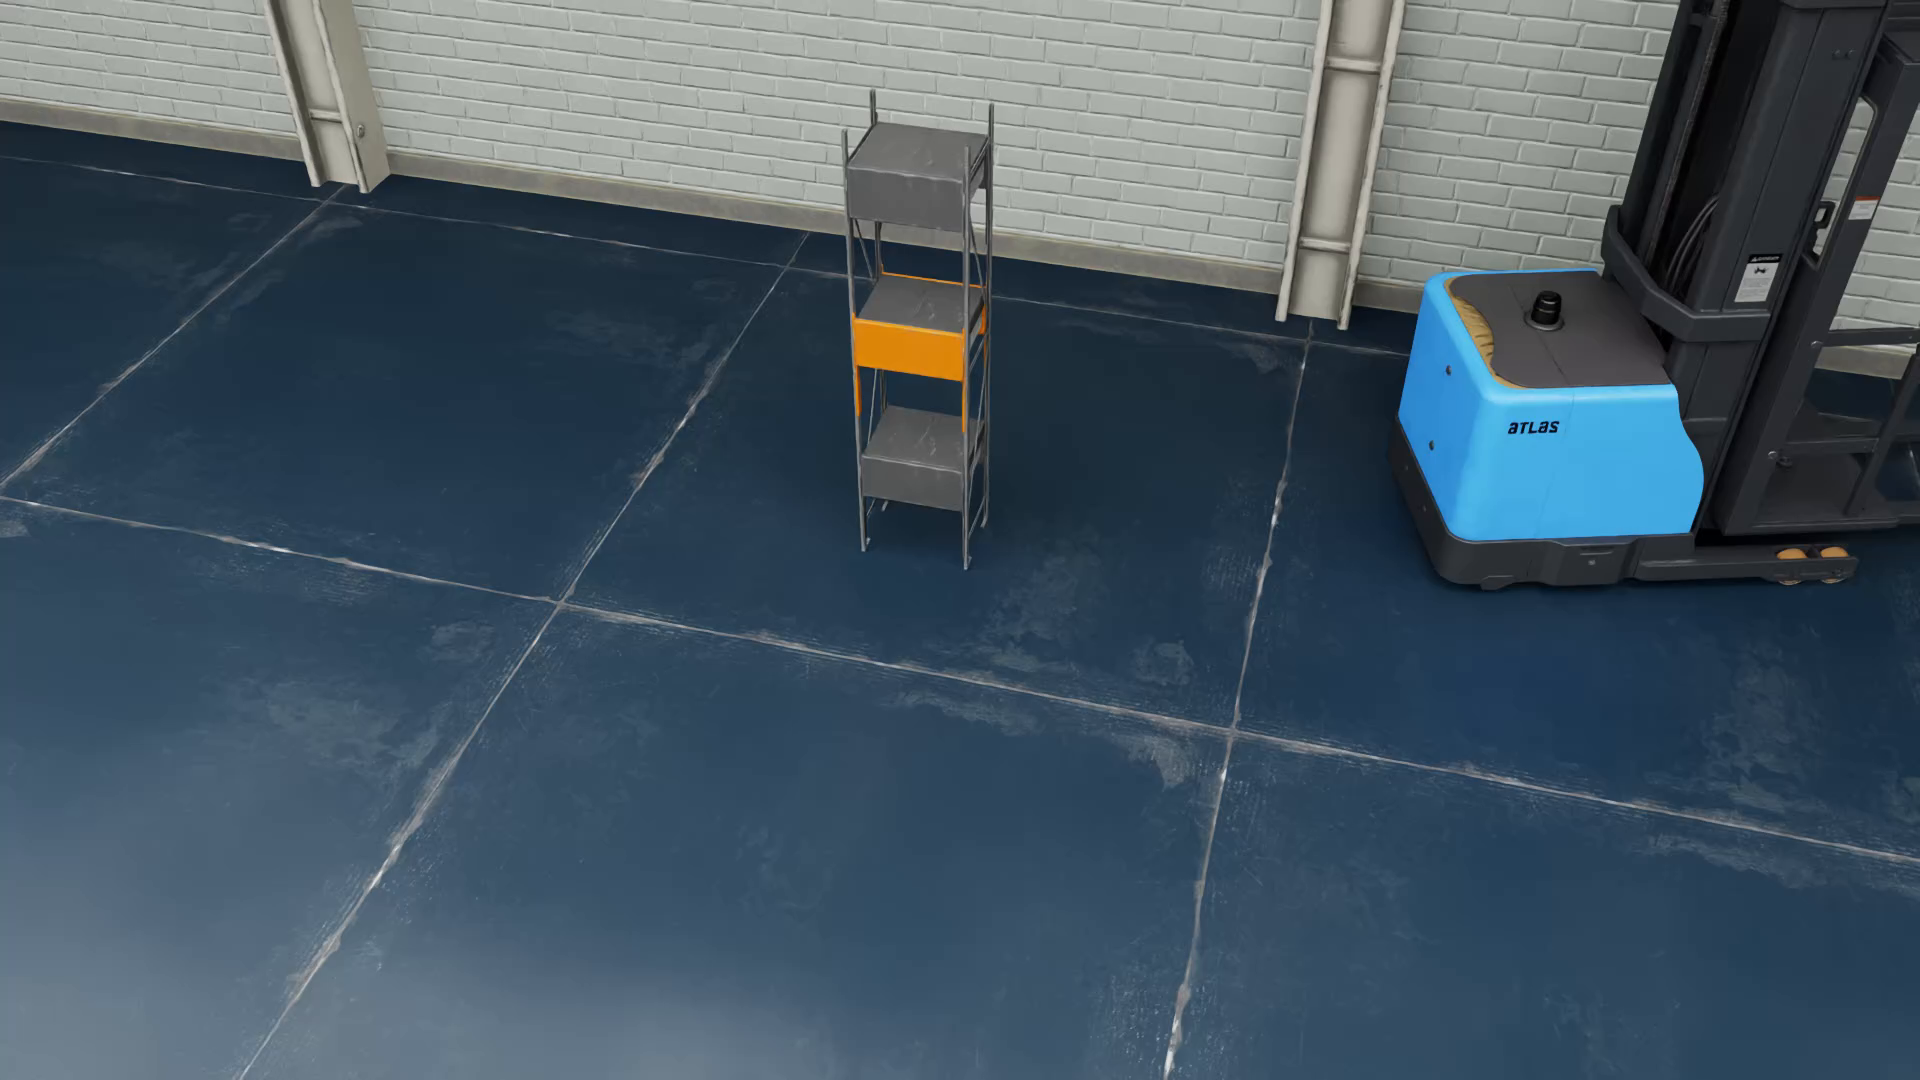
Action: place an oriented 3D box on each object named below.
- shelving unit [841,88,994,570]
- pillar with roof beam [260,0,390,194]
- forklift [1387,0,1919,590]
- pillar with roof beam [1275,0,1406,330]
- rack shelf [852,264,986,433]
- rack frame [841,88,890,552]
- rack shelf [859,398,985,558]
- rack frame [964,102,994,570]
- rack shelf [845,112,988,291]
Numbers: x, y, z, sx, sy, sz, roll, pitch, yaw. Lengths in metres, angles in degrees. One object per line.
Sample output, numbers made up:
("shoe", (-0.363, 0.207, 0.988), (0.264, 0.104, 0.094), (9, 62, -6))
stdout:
("shelving unit", (-0.160, -0.832, 7.107), (0.503, 2.100, 0.431), (10, 41, 11))
("pillar with roof beam", (-4.935, -3.047, 4.381), (0.400, 9.000, 9.100), (10, 41, 11))
("forklift", (3.624, -1.260, 6.972), (3.031, 2.935, 1.130), (-2, 40, -3))
("pillar with roof beam", (0.862, -2.049, 3.193), (0.400, 9.000, 9.100), (10, 41, 11))
("rack shelf", (-0.160, -0.821, 7.116), (0.480, 0.518, 0.431), (10, 41, 11))
("rack frame", (-0.396, -0.872, 7.156), (0.015, 2.100, 0.400), (10, 41, 11))
("rack shelf", (-0.160, -0.285, 7.566), (0.480, 0.518, 0.431), (10, 41, 11))
("rack frame", (0.076, -0.791, 7.059), (0.015, 2.100, 0.400), (10, 41, 11))
("rack shelf", (-0.160, -1.357, 6.666), (0.480, 0.518, 0.431), (10, 41, 11))
